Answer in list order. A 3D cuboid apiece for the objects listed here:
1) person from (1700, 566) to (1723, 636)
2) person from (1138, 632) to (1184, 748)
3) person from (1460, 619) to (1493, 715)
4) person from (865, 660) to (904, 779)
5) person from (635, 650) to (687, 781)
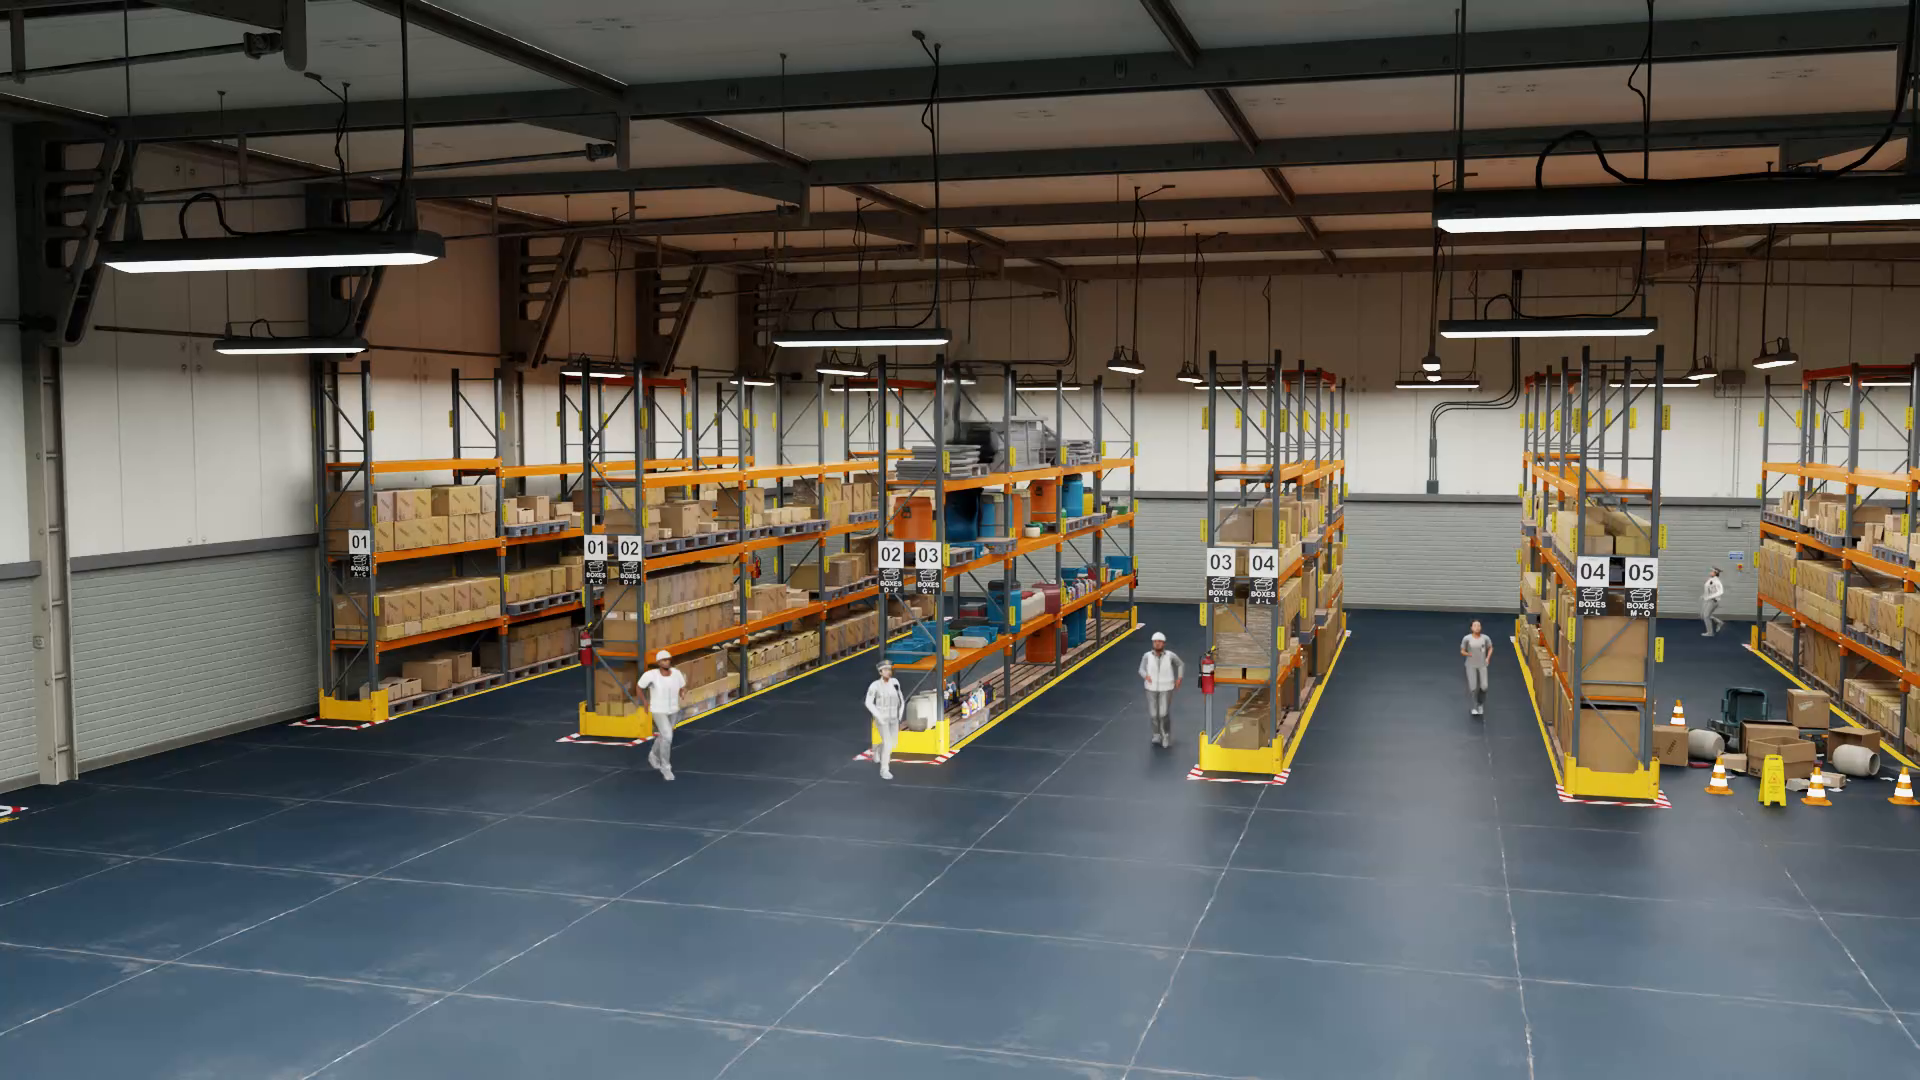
[{"bbox_3d":[17.510,1.416,38.641,0.578,1.645,0.616,0,4,-1],"label":"person"},{"bbox_3d":[3.071,2.313,25.518,0.677,1.799,0.698,1,4,16],"label":"person"},{"bbox_3d":[8.759,2.160,28.155,0.552,1.630,0.585,1,4,11],"label":"person"},{"bbox_3d":[-1.078,2.504,23.488,0.627,1.663,0.613,-3,5,-32],"label":"person"},{"bbox_3d":[-4.185,2.449,23.464,0.686,1.827,0.781,-4,6,-43],"label":"person"}]
